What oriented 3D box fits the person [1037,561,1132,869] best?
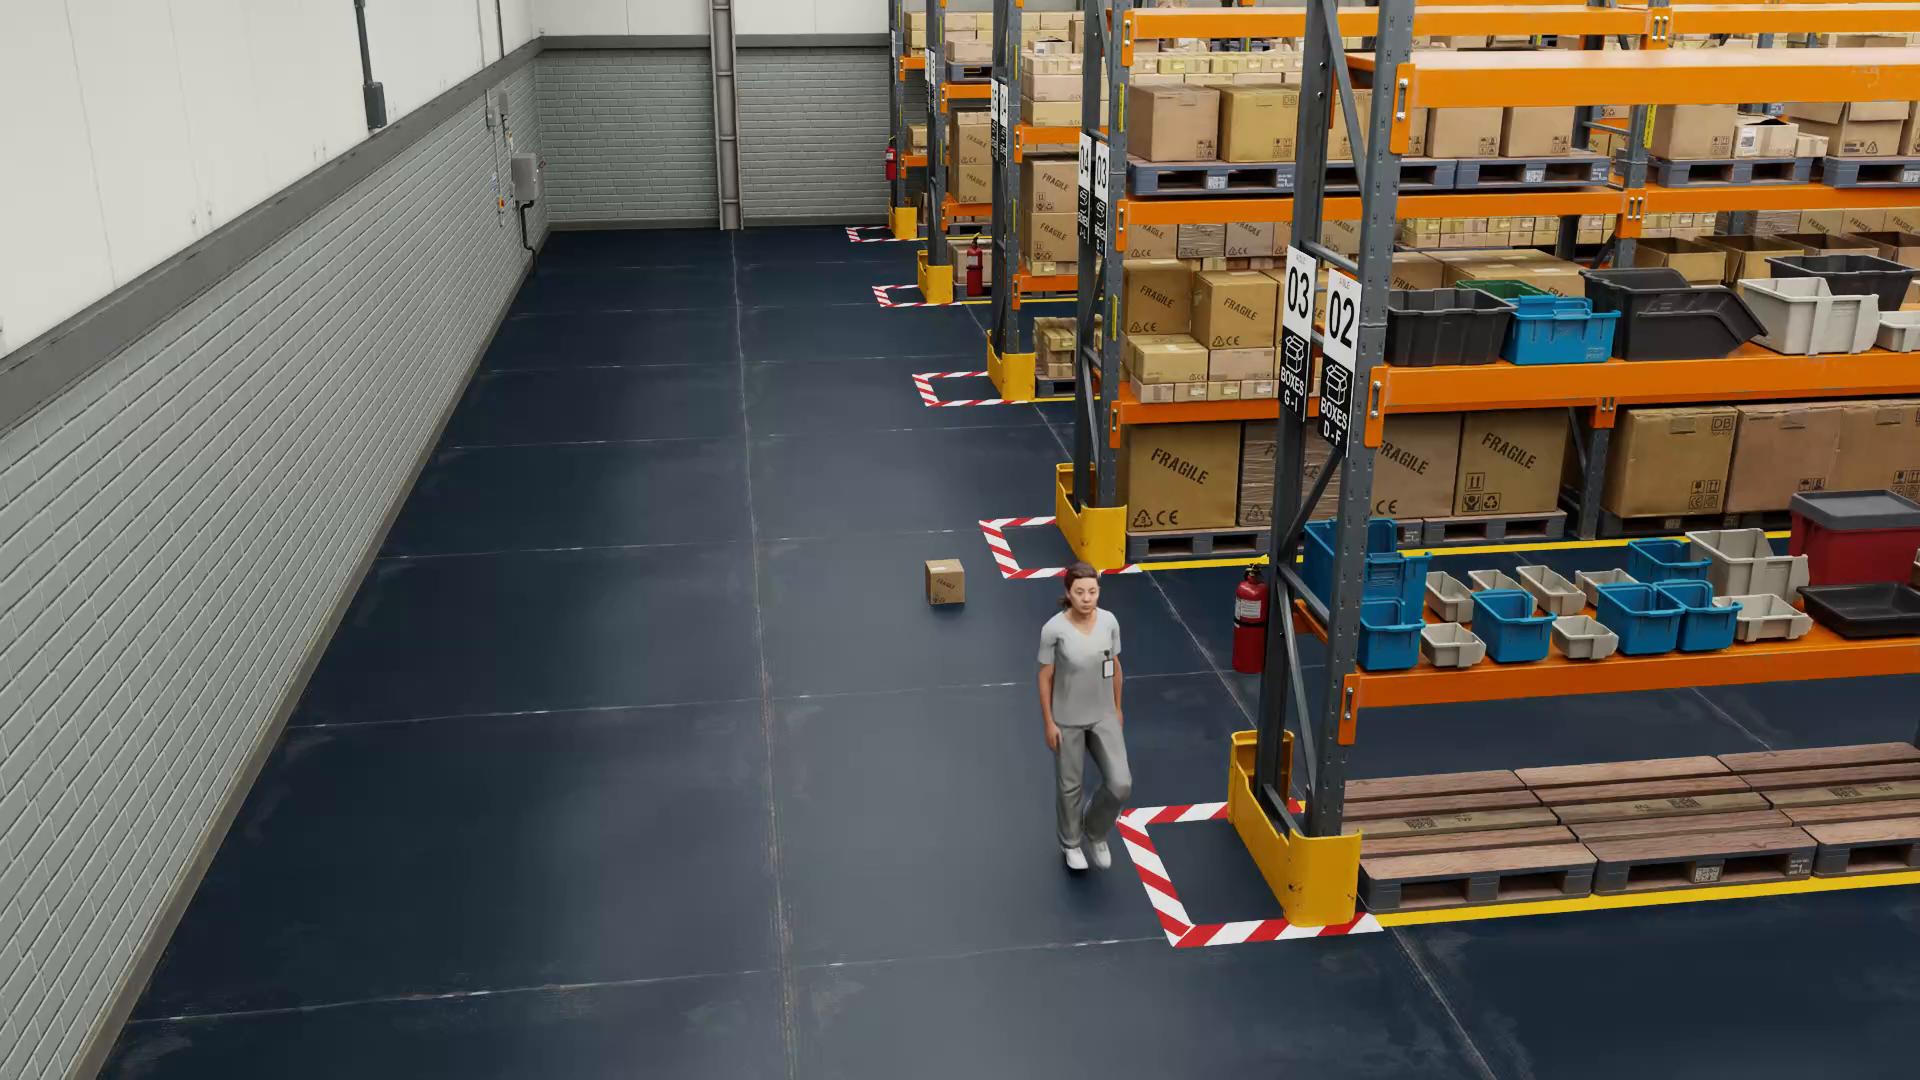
[{"bbox_3d":[0.633,0.941,8.467,0.473,1.683,0.457,-4,21,-12],"label":"person"}]
